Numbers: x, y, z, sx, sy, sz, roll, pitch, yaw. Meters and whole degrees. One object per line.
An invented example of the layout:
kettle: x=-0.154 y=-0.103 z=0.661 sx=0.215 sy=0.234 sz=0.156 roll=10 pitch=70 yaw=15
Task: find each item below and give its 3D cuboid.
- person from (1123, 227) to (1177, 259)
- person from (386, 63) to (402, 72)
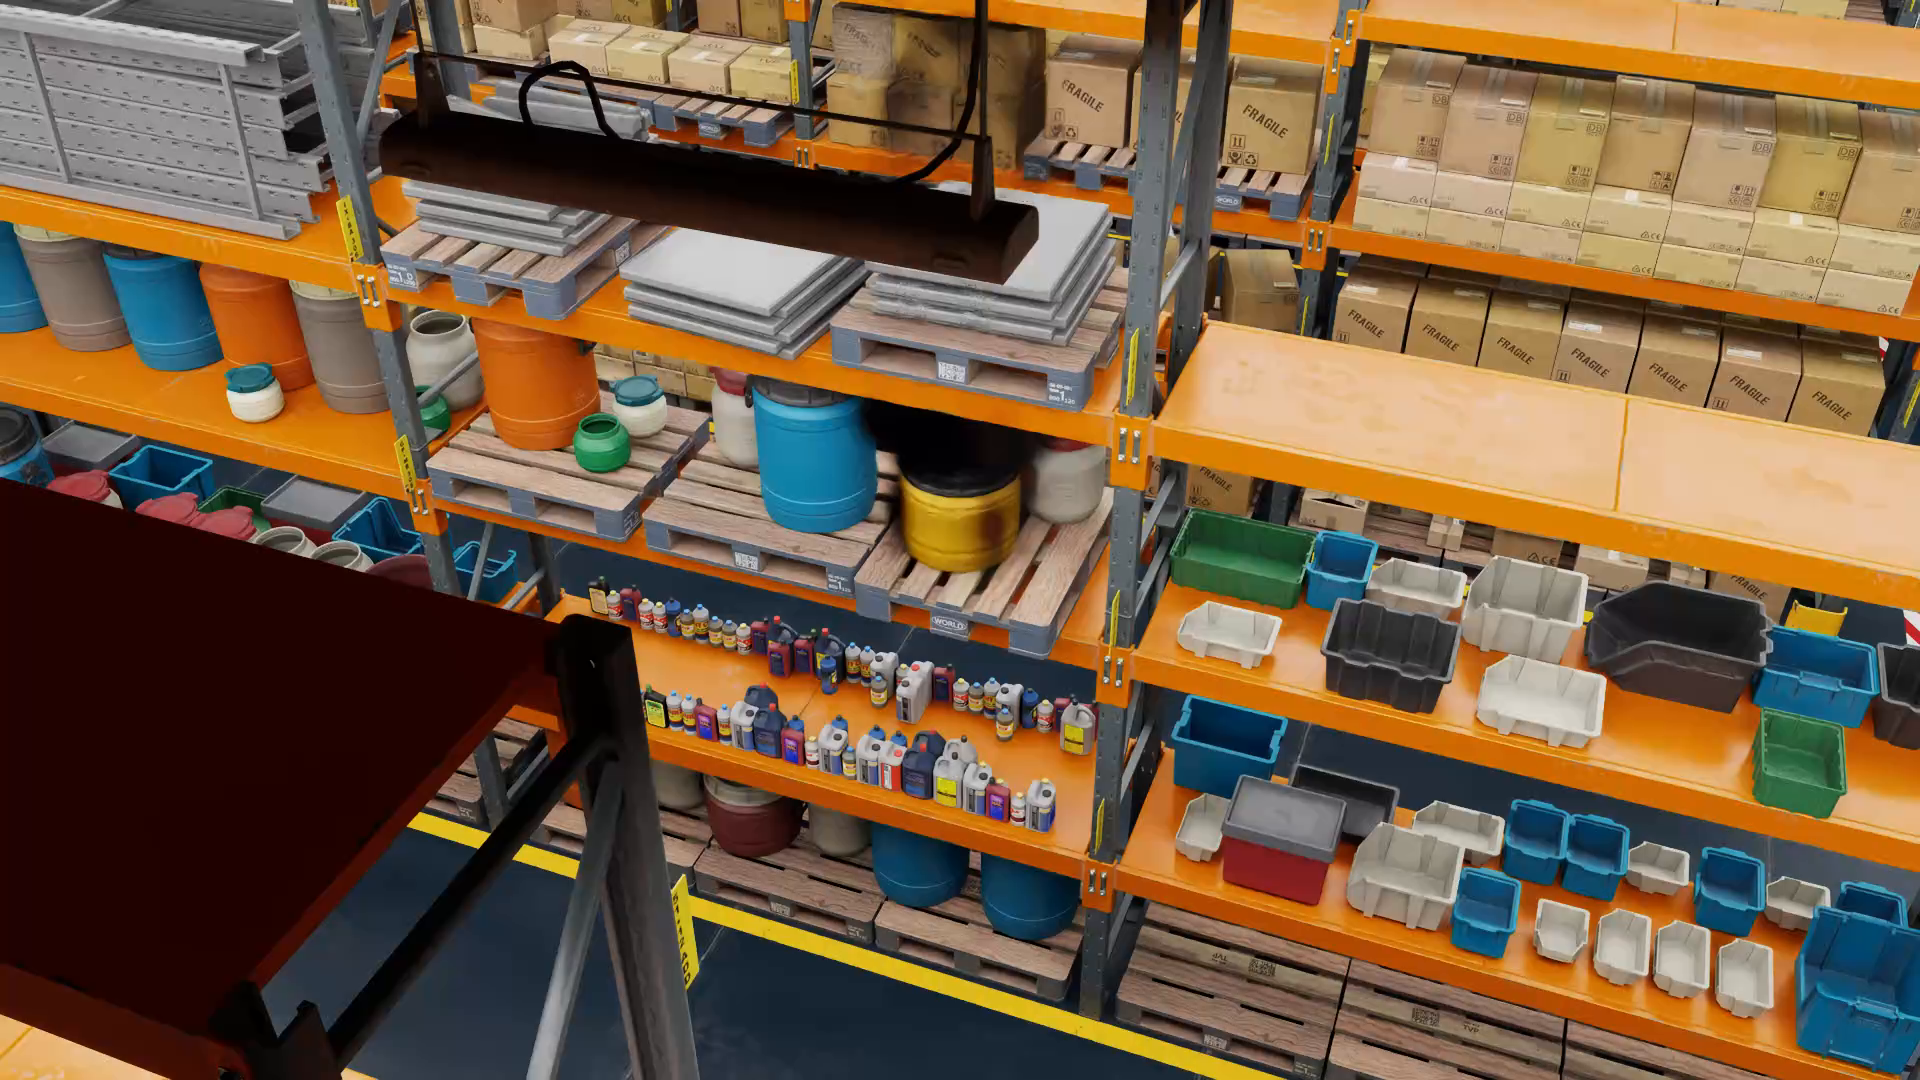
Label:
person: x=1.922 y=-2.541 z=15.460 sx=1.059 sy=1.715 sz=0.746 roll=8 pitch=37 yaw=11
person: x=-5.975 y=-4.335 z=17.827 sx=0.631 sy=1.660 sz=0.594 roll=3 pitch=37 yaw=4
